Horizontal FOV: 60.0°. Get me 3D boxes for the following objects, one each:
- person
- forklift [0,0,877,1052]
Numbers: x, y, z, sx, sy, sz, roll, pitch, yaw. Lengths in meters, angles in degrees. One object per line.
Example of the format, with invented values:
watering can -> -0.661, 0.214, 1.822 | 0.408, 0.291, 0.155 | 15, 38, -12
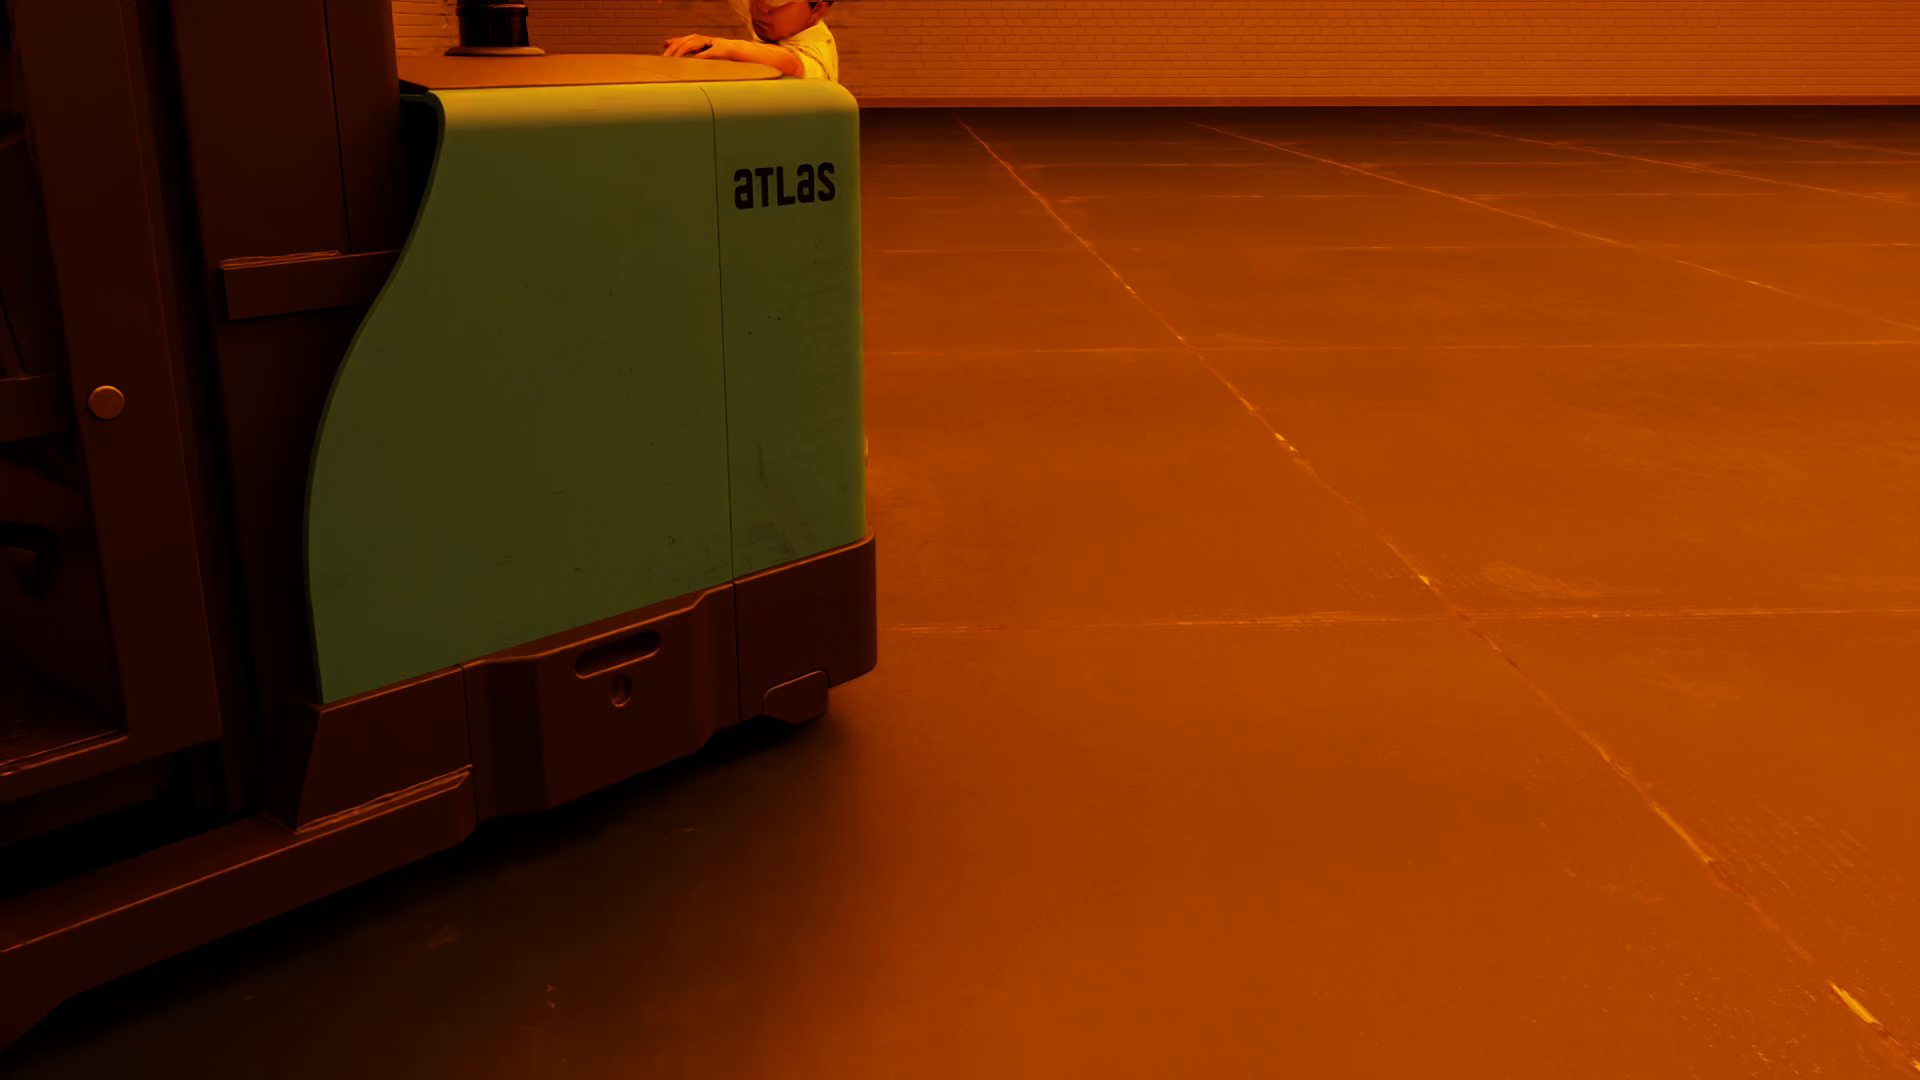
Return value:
person -> -0.704, -0.747, 3.901 | 0.815, 1.508, 1.021 | 5, 18, 17
forklift -> -1.507, -0.891, 1.820 | 1.130, 2.935, 3.031 | 15, 22, 40
